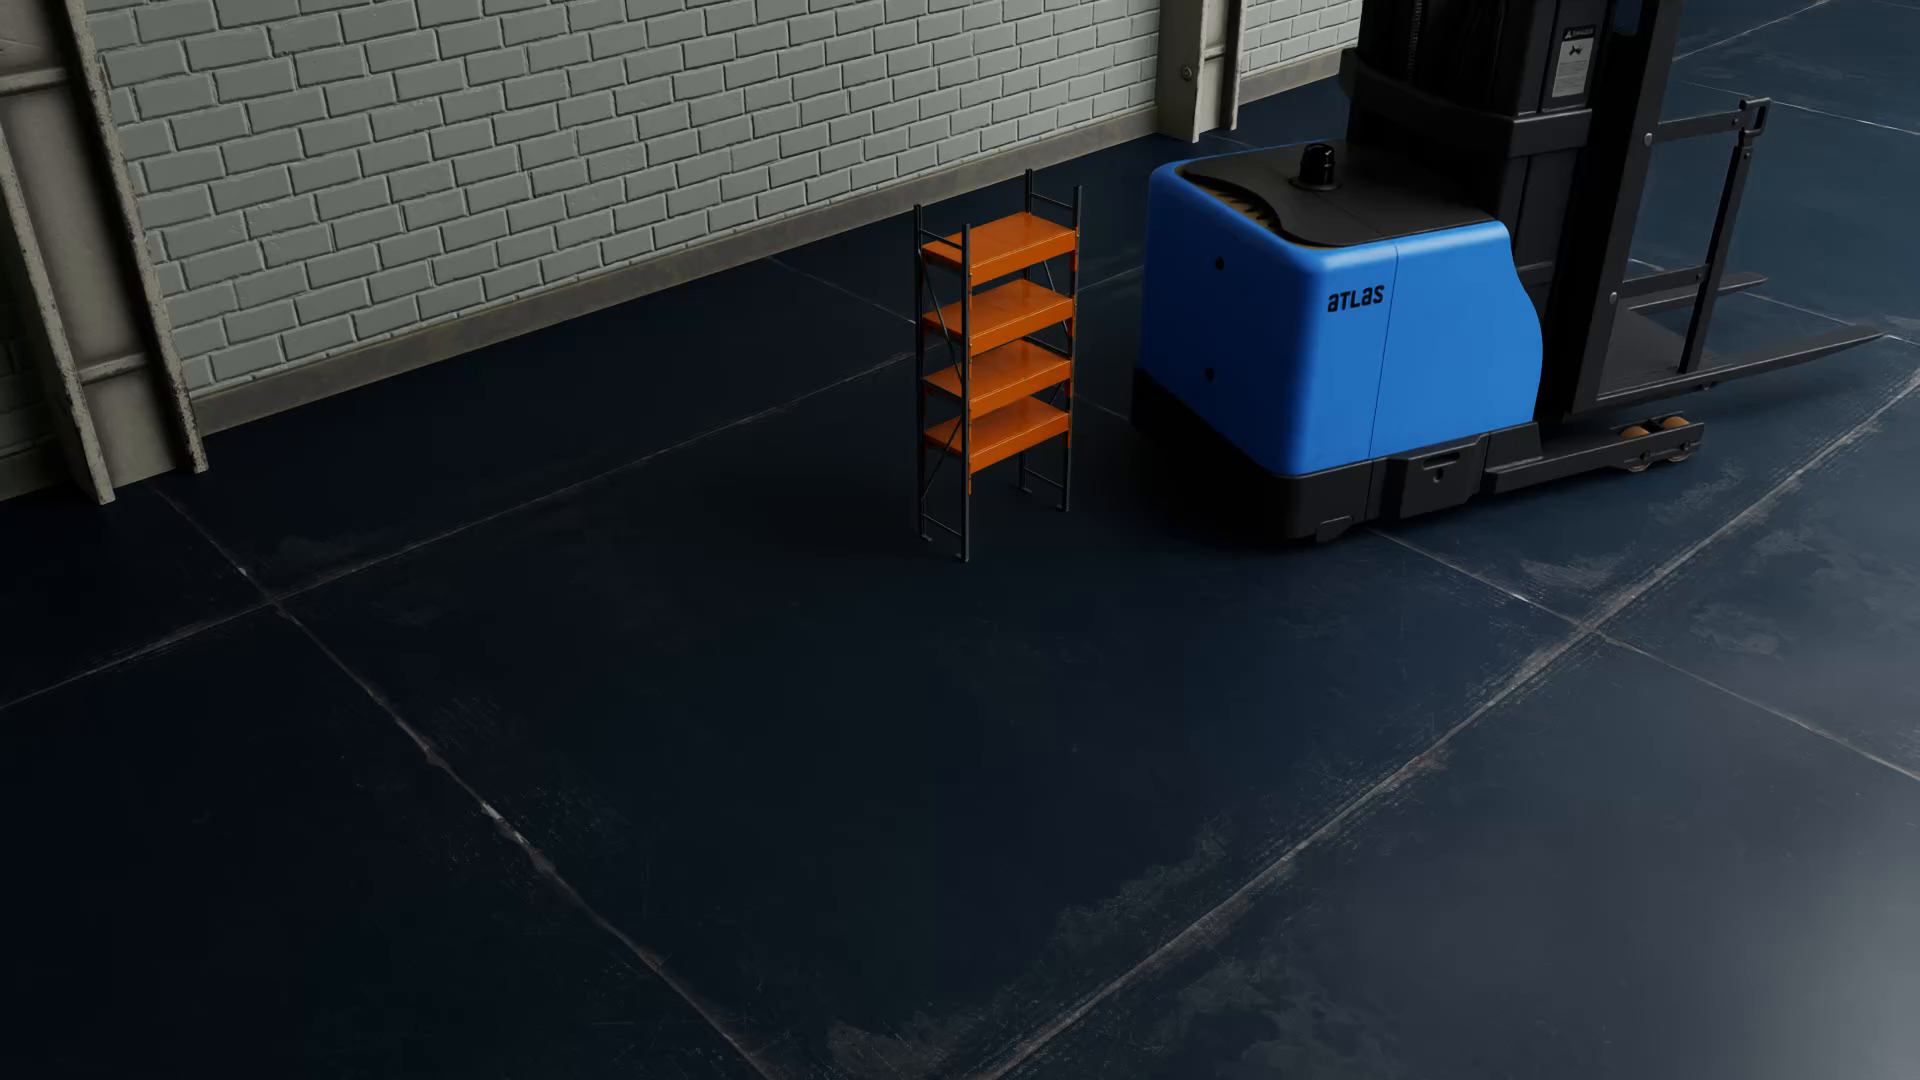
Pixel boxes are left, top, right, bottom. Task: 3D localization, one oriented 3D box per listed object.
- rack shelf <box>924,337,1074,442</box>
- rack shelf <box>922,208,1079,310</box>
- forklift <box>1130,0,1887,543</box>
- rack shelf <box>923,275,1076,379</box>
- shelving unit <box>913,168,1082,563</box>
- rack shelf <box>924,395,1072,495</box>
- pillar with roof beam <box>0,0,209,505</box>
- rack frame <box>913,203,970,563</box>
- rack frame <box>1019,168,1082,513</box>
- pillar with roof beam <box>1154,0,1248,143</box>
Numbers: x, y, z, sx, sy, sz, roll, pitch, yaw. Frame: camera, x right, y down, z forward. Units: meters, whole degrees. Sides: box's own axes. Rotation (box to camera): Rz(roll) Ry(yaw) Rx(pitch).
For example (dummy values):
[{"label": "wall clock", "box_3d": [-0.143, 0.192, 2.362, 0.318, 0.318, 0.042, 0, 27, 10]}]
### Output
[{"label": "rack shelf", "box_3d": [0.121, -0.513, 5.568, 0.480, 0.148, 0.258, -26, 40, -35]}, {"label": "rack shelf", "box_3d": [0.121, -0.906, 5.328, 0.480, 0.148, 0.258, -26, 40, -35]}, {"label": "forklift", "box_3d": [2.215, -1.740, 5.786, 3.031, 2.935, 1.130, -13, 34, -20]}, {"label": "rack shelf", "box_3d": [0.121, -0.704, 5.451, 0.480, 0.148, 0.258, -26, 40, -35]}, {"label": "shelving unit", "box_3d": [0.121, -0.571, 5.533, 0.503, 1.200, 0.258, -26, 40, -35]}, {"label": "rack shelf", "box_3d": [0.121, -0.344, 5.672, 0.480, 0.148, 0.258, -26, 40, -35]}, {"label": "pillar with roof beam", "box_3d": [-0.113, -2.445, 1.123, 0.400, 9.000, 9.100, -26, 40, -35]}, {"label": "rack frame", "box_3d": [-0.058, -0.484, 5.391, 0.015, 1.200, 0.240, -26, 40, -35]}, {"label": "rack frame", "box_3d": [0.300, -0.657, 5.675, 0.015, 1.200, 0.240, -26, 40, -35]}, {"label": "pillar with roof beam", "box_3d": [4.287, -4.573, 4.603, 0.400, 9.000, 9.100, -26, 40, -35]}]
